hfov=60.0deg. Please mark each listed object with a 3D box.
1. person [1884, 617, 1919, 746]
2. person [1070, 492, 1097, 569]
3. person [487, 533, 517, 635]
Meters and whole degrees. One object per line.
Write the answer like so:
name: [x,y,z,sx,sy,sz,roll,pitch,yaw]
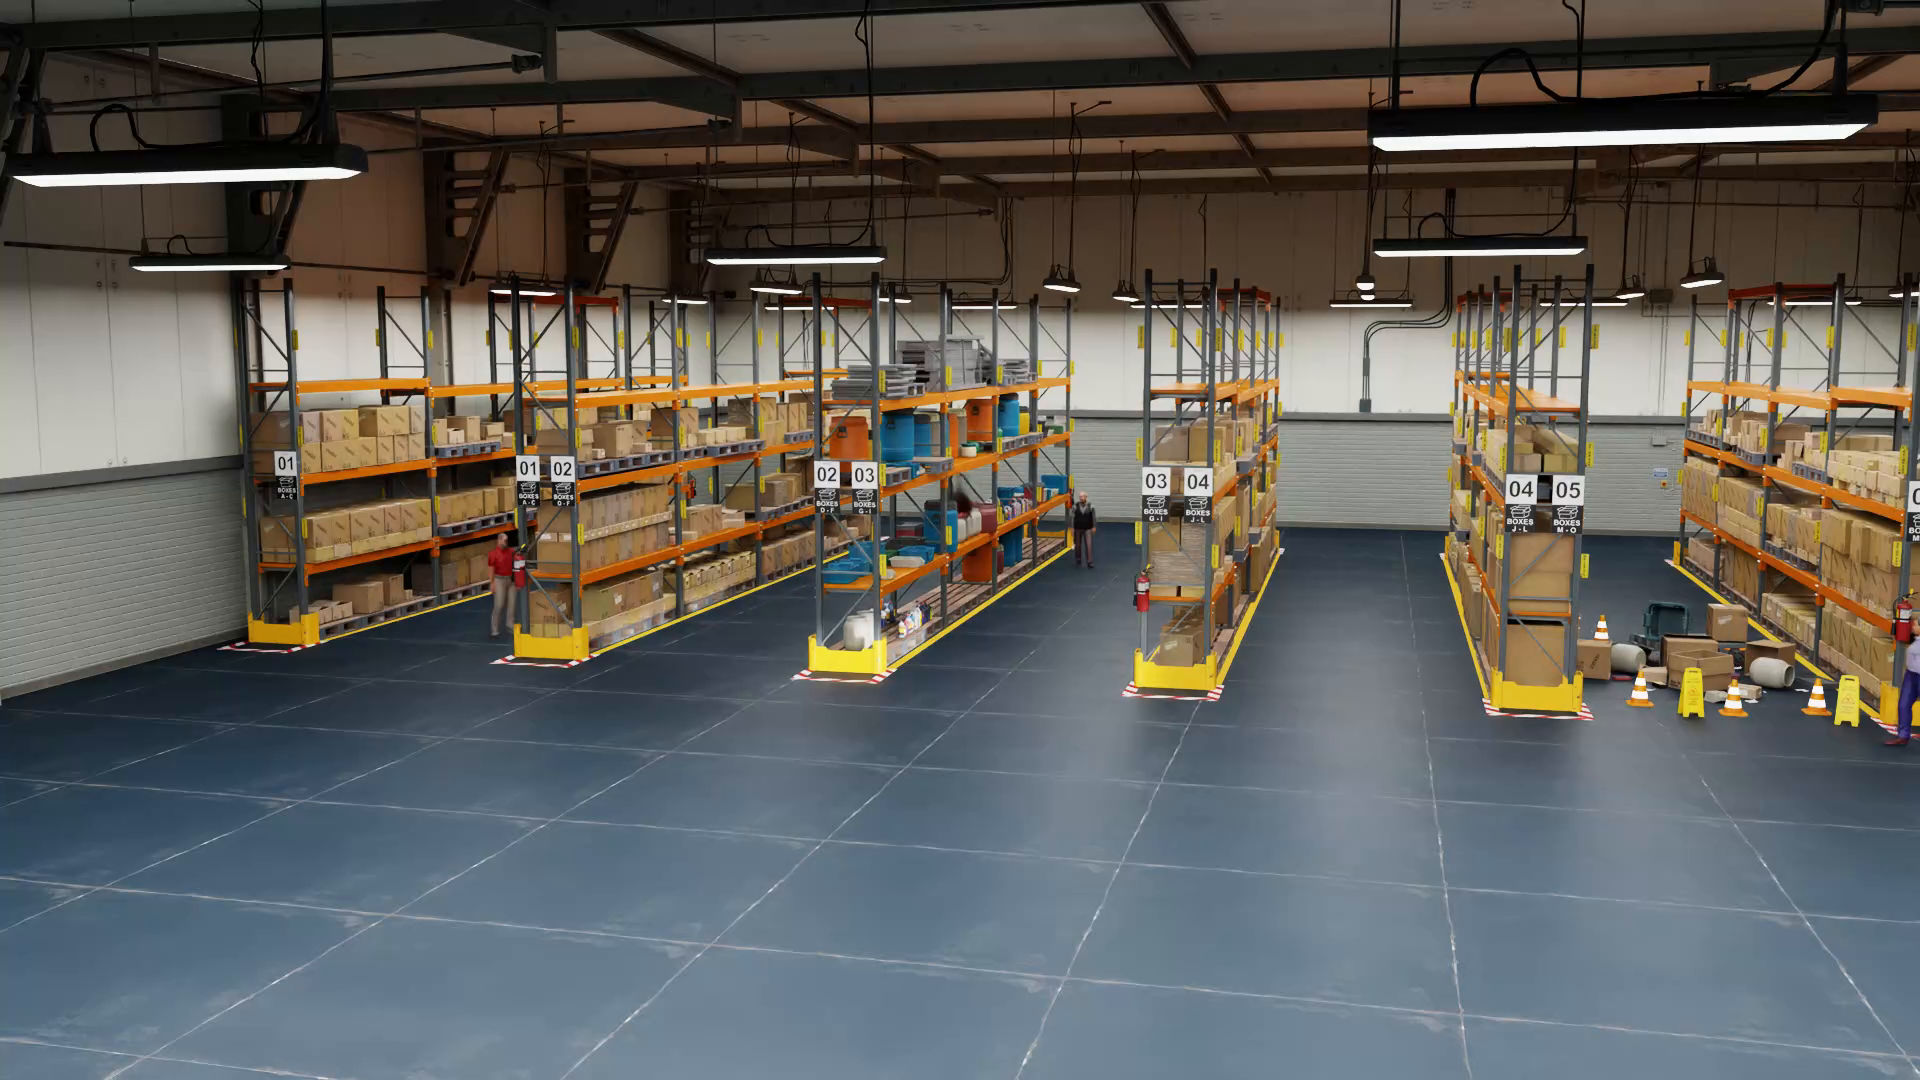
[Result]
person: [11.914,1.744,20.494,0.817,1.630,0.466,-2,7,-16]
person: [2.733,-0.234,36.668,0.606,1.664,1.033,0,7,-2]
person: [-7.795,0.783,28.522,0.400,1.810,0.615,6,9,40]
